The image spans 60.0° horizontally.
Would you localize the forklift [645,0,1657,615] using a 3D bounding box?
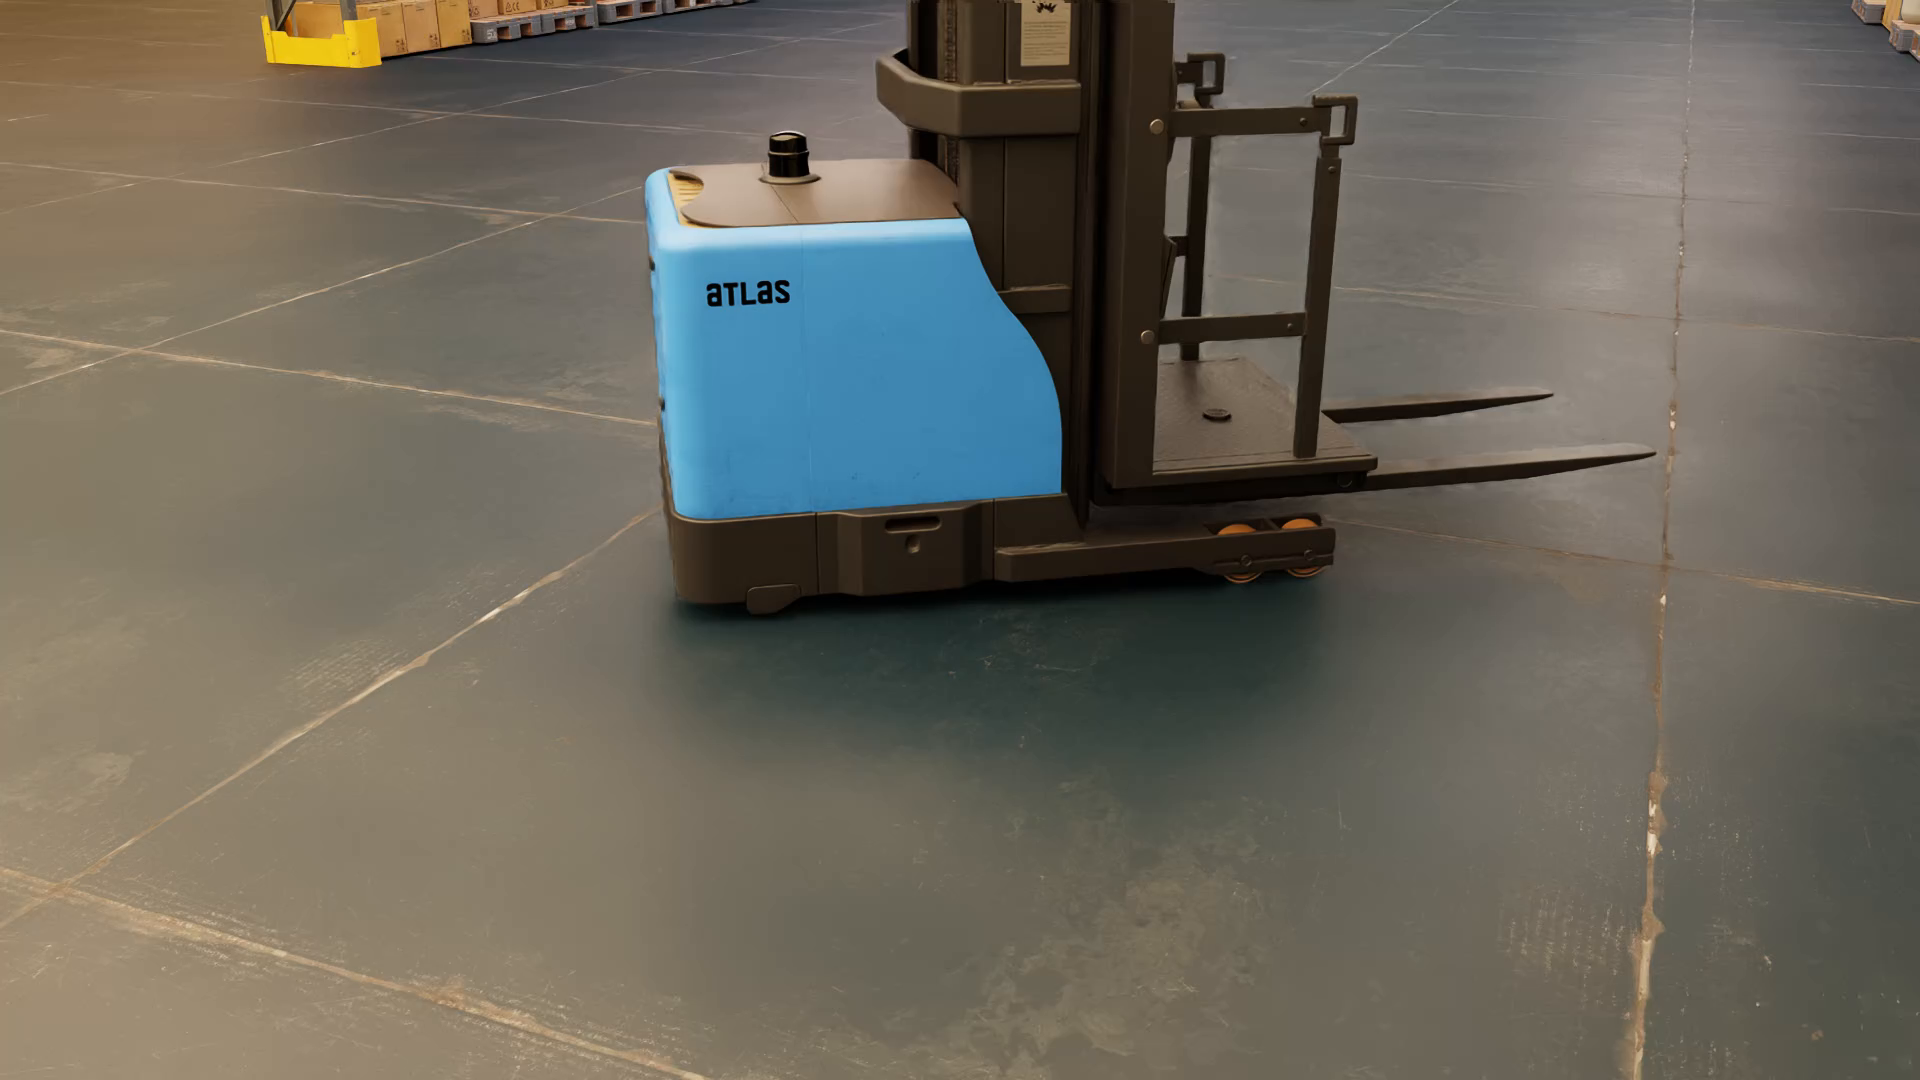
[{"bbox_3d":[0.617,-1.423,4.697,3.031,2.935,1.130,-5,23,-11],"label":"forklift"}]
